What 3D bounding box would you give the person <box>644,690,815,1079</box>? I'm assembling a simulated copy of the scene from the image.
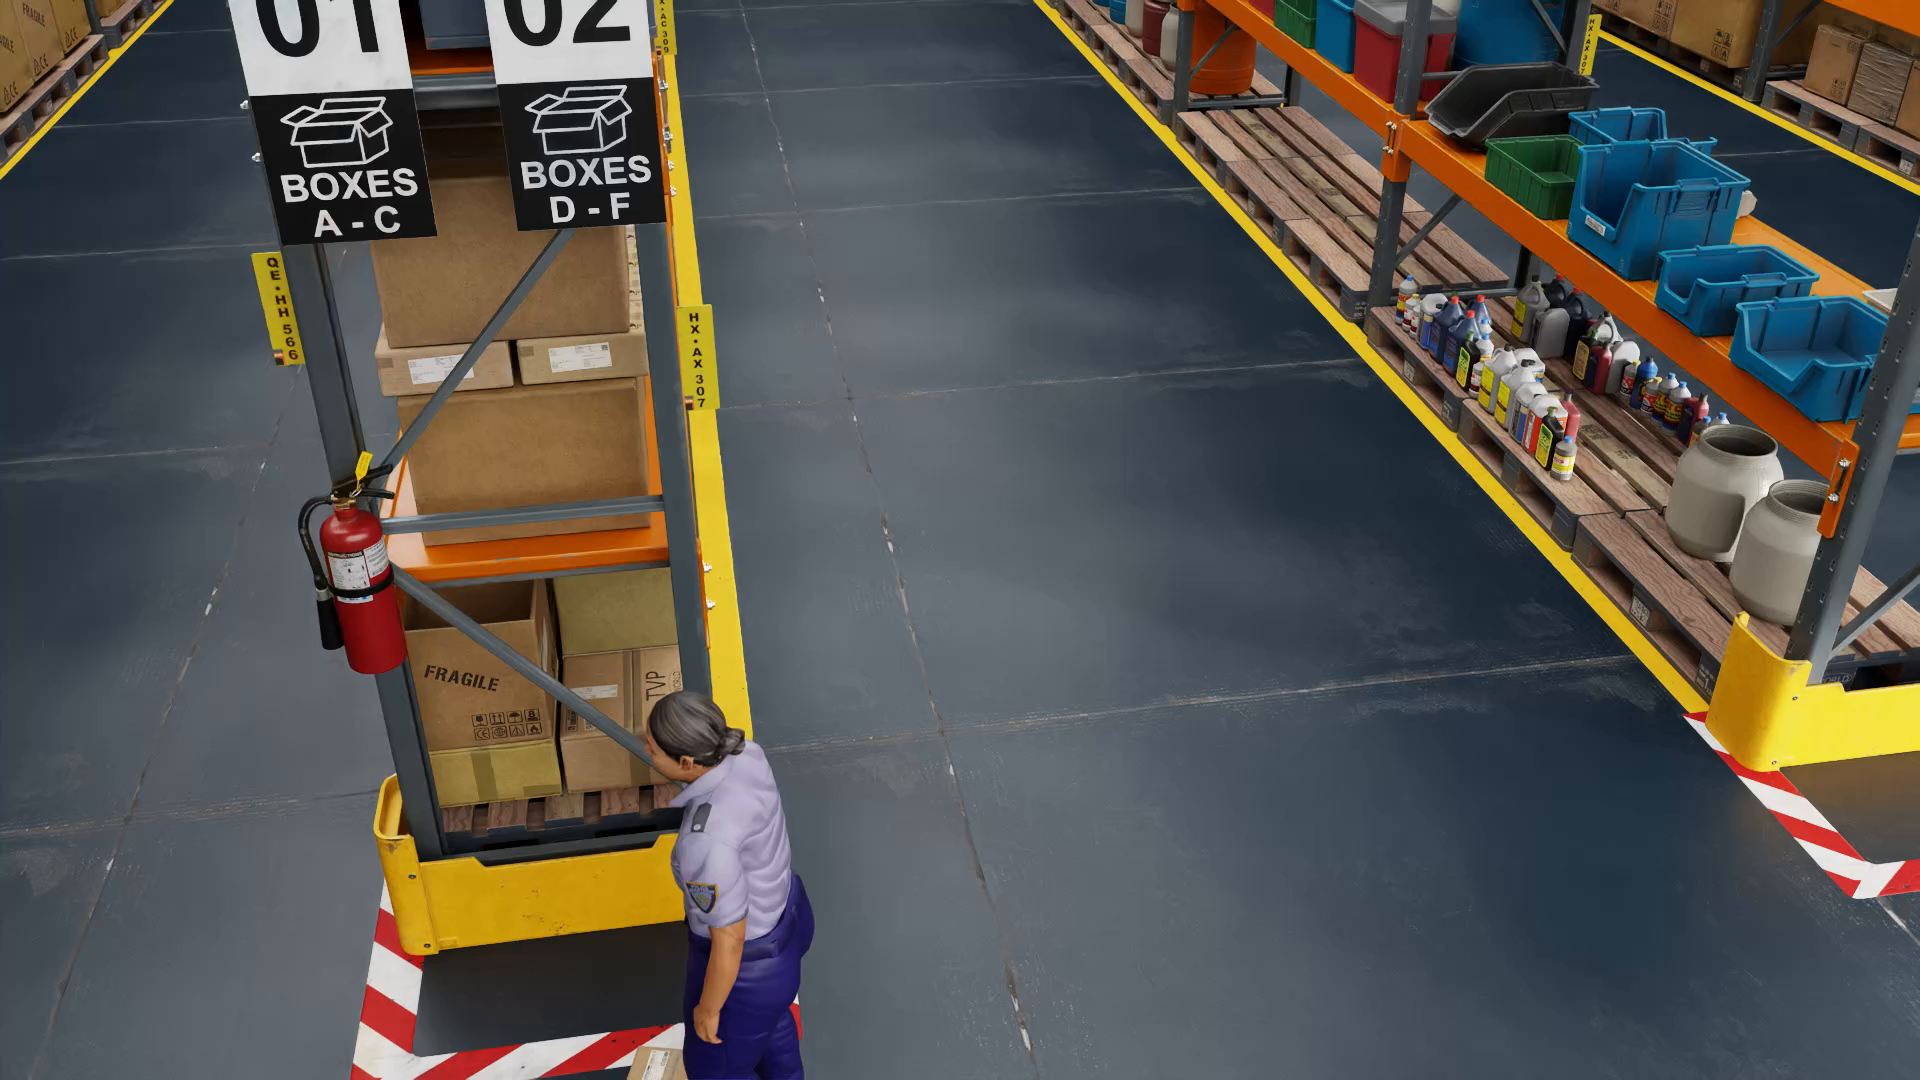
[{"bbox_3d":[-0.584,1.060,4.371,0.373,1.647,0.558,3,31,6],"label":"person"}]
